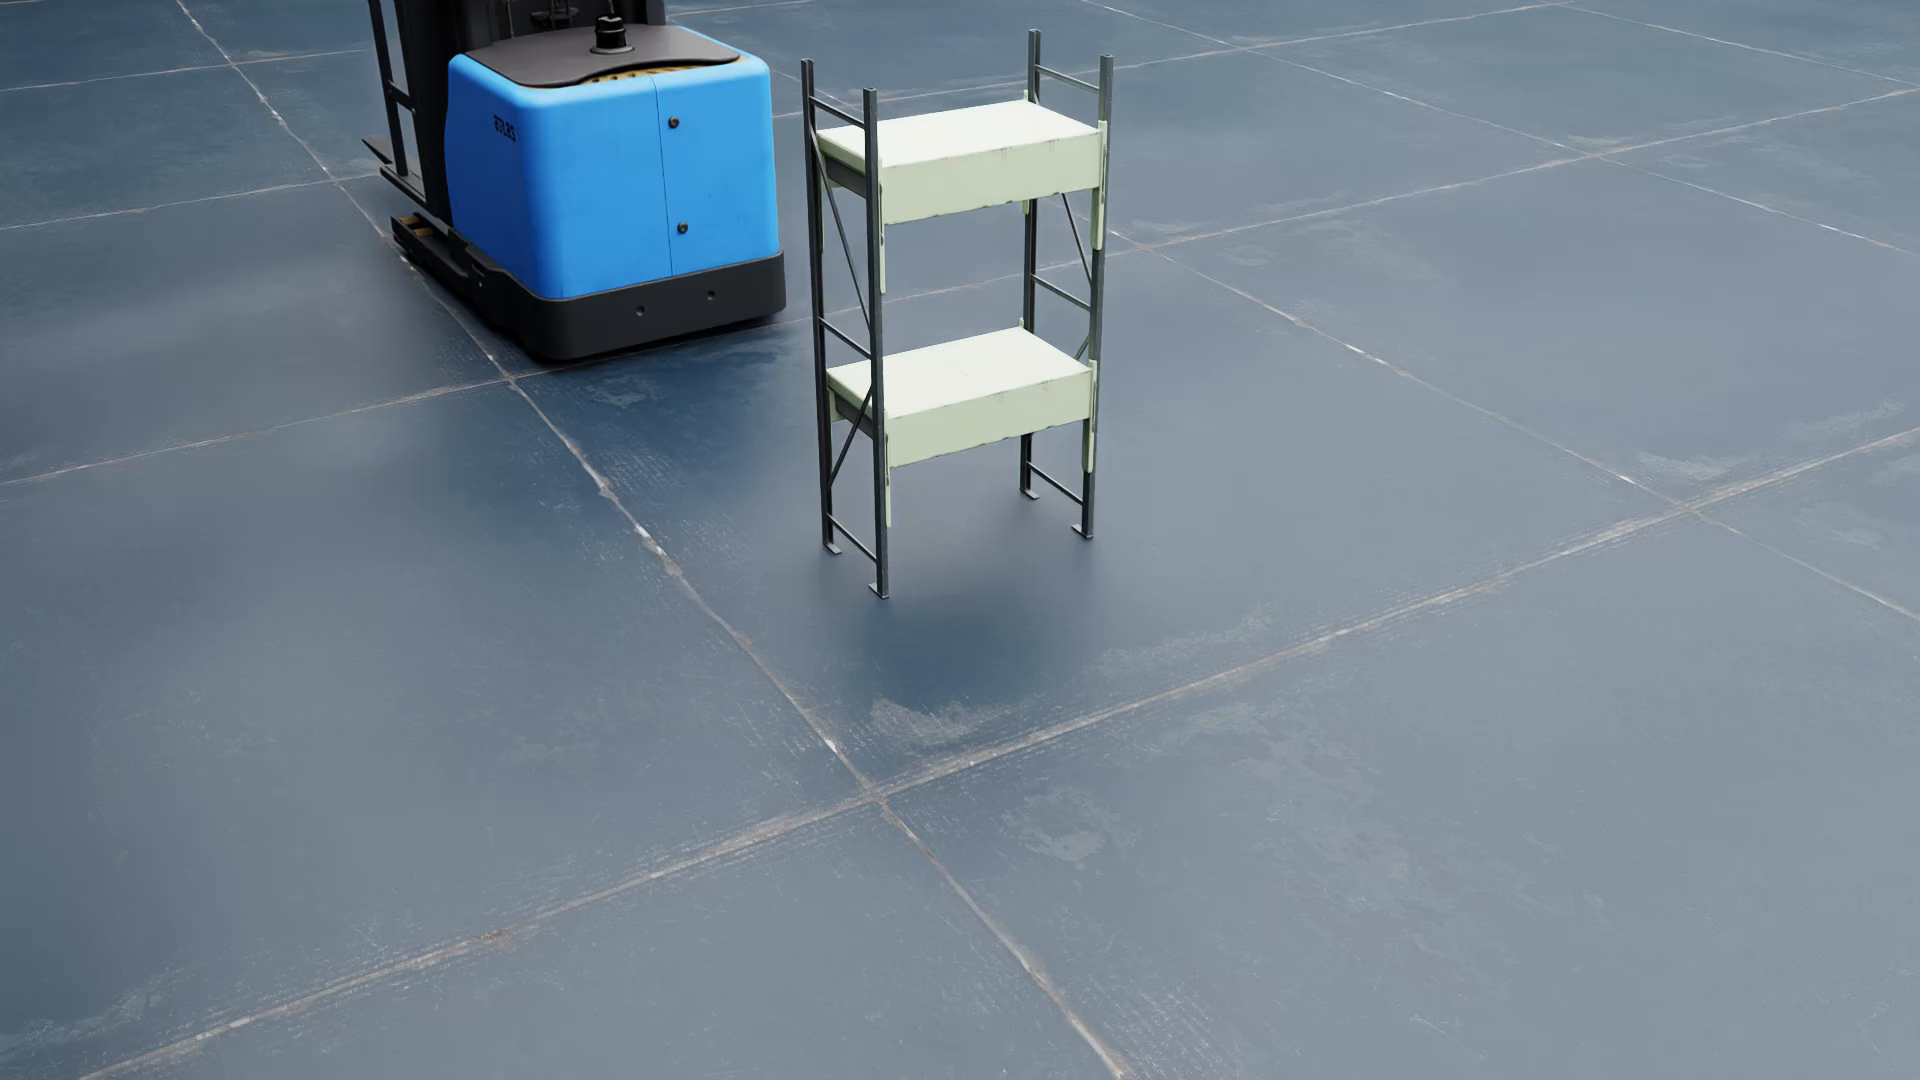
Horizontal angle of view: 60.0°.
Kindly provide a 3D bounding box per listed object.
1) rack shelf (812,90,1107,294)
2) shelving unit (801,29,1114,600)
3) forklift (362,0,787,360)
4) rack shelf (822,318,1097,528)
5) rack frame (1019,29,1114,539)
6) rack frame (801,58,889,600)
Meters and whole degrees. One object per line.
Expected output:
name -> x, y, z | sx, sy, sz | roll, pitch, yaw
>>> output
rack shelf -> -0.006, -0.997, 4.696 | 0.720, 0.370, 0.431 | -16, 33, -26
shelving unit -> -0.006, -0.655, 4.885 | 0.755, 1.500, 0.431 | -16, 33, -26
forklift -> -1.949, -2.638, 6.996 | 1.130, 2.935, 3.031 | -18, 34, -29
rack shelf -> -0.006, -0.370, 5.042 | 0.720, 0.370, 0.431 | -16, 33, -26
rack frame -> 0.310, -0.745, 5.047 | 0.023, 1.500, 0.400 | -16, 33, -26
rack frame -> -0.321, -0.565, 4.722 | 0.023, 1.500, 0.400 | -16, 33, -26
